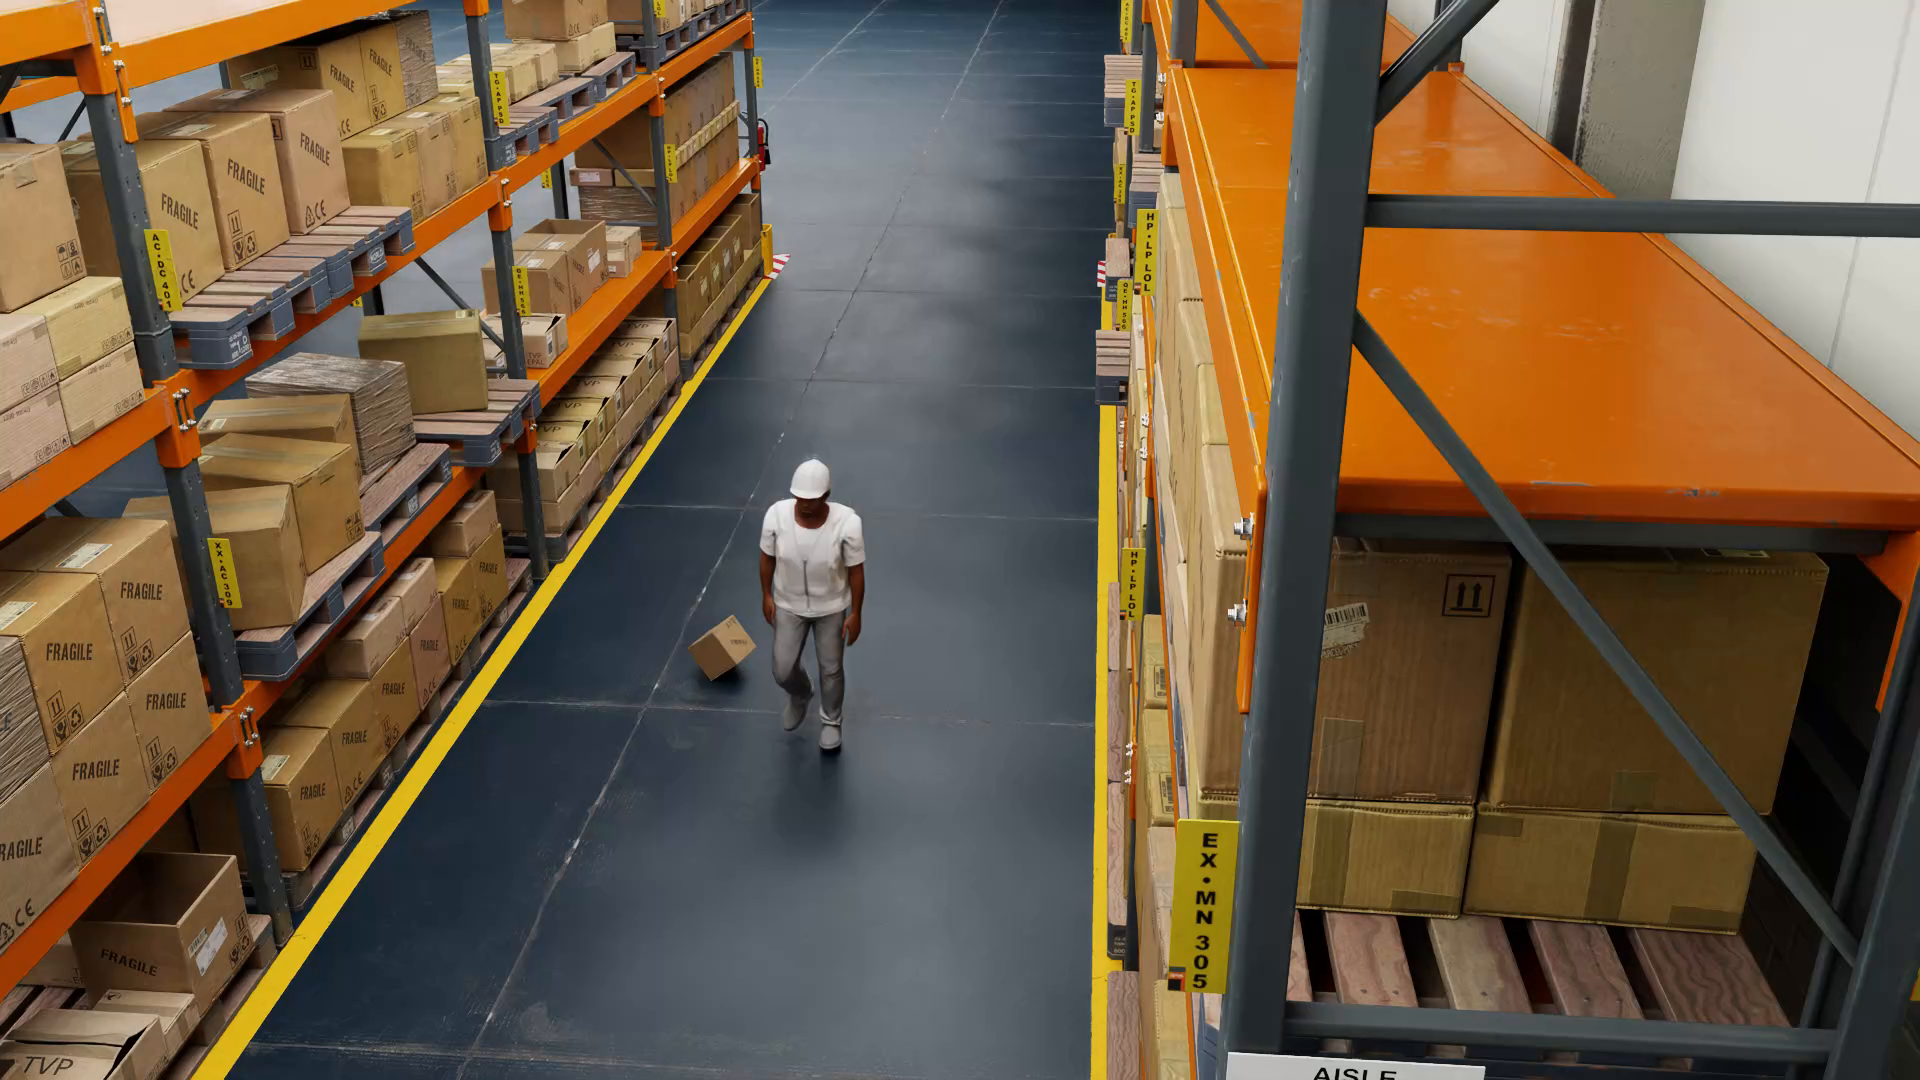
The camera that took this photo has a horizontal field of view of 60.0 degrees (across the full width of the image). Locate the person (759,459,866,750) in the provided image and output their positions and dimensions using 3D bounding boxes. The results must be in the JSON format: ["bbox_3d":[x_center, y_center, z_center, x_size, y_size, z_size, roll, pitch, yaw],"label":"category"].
[{"bbox_3d":[-0.803,0.350,9.134,0.594,1.752,0.535,1,24,3],"label":"person"}]
